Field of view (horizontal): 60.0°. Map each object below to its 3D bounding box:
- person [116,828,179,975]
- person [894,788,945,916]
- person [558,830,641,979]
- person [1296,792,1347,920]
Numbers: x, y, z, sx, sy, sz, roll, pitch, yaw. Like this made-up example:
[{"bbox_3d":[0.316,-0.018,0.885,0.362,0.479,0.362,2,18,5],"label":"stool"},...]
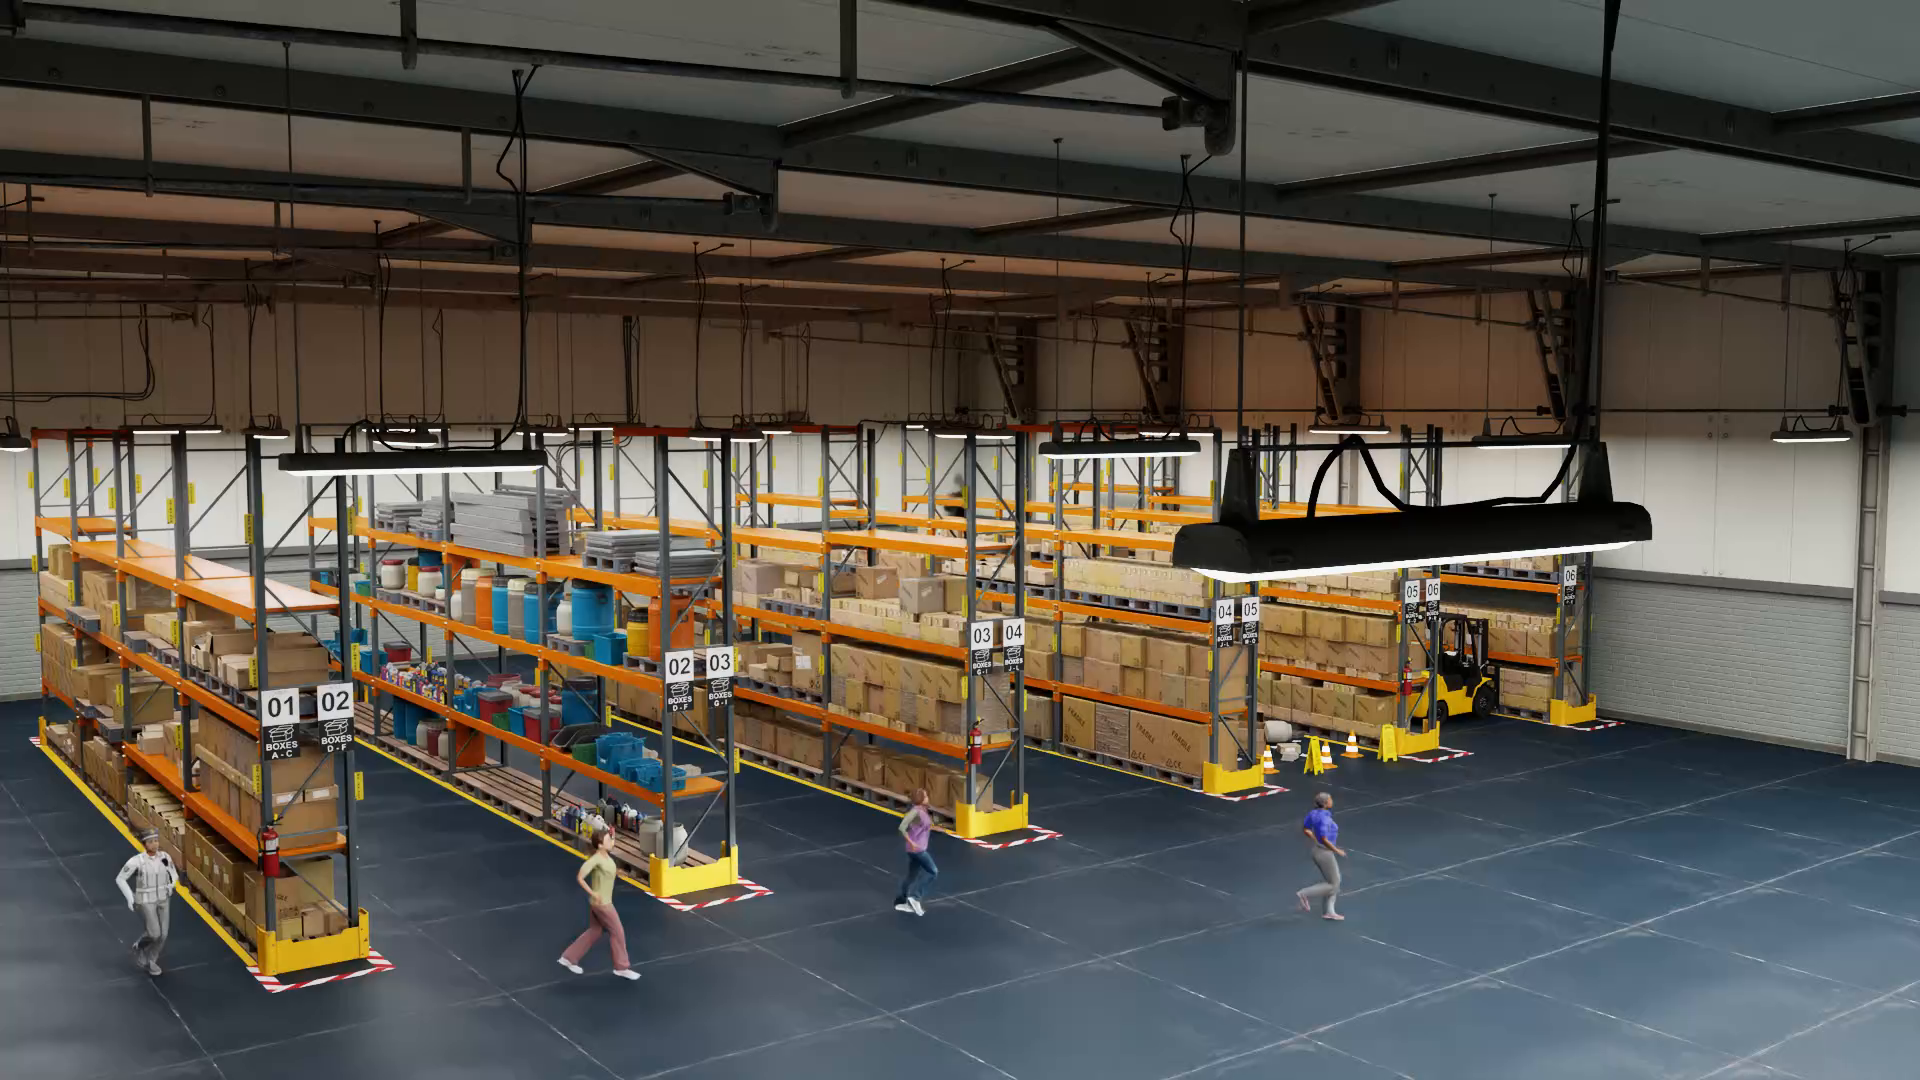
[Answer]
[{"bbox_3d":[-9.008,4.045,18.573,0.535,1.659,0.591,4,6,38],"label":"person"},{"bbox_3d":[-0.509,3.901,20.873,0.647,1.591,0.510,0,4,1],"label":"person"},{"bbox_3d":[-4.015,4.042,18.468,0.896,1.691,0.559,-1,5,-9],"label":"person"},{"bbox_3d":[4.452,3.921,20.594,0.668,1.628,0.584,-1,5,-11],"label":"person"}]
